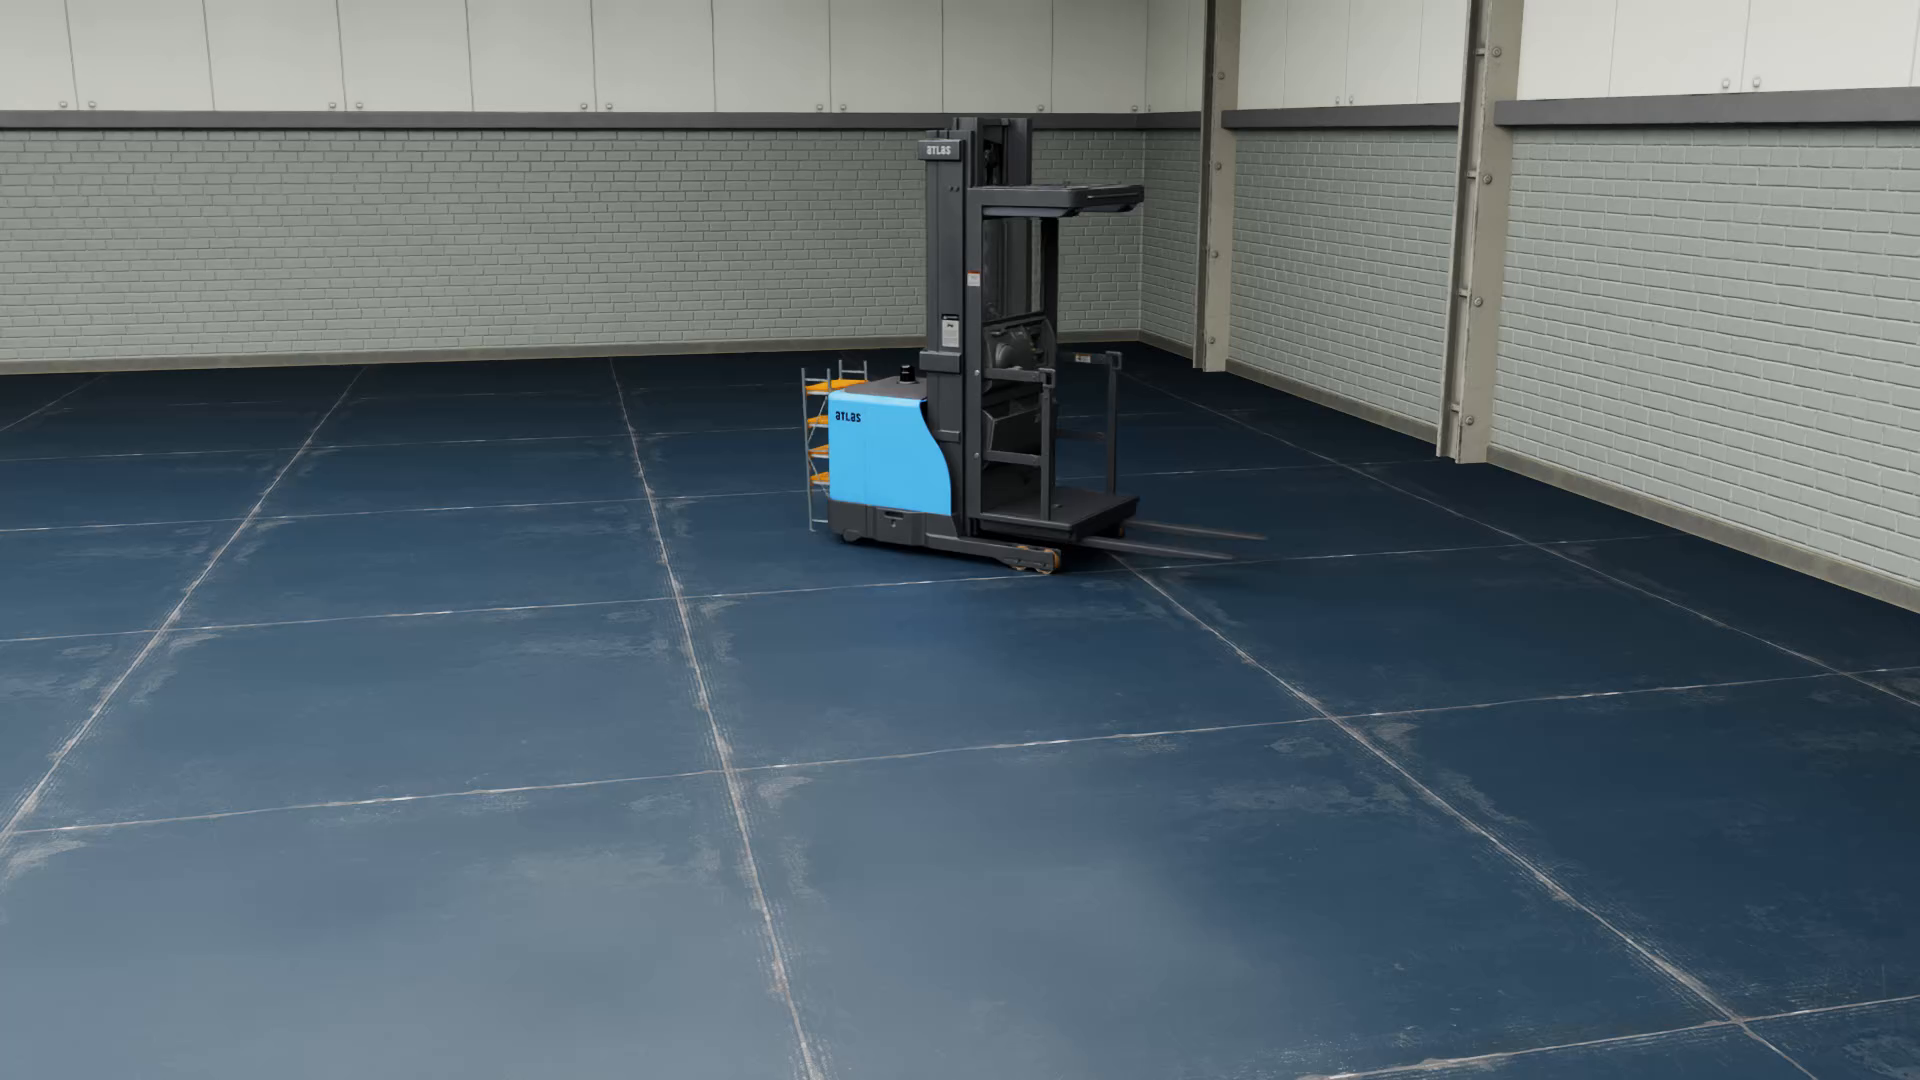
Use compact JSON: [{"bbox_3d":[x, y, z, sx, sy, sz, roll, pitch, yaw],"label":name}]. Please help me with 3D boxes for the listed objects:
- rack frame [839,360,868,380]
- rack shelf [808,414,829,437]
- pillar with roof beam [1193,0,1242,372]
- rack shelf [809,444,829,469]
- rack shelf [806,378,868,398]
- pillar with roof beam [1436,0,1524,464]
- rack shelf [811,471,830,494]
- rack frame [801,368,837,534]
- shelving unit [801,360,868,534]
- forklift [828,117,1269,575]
[{"bbox_3d":[-0.773,-0.743,12.422,0.240,1.200,0.015,5,15,29],"label":"rack frame"},{"bbox_3d":[-0.897,-0.845,12.181,0.258,0.148,0.480,5,15,29],"label":"rack shelf"},{"bbox_3d":[-1.089,-6.245,18.527,9.100,9.000,0.400,-3,14,-13],"label":"pillar with roof beam"},{"bbox_3d":[-0.890,-0.627,12.230,0.258,0.148,0.480,5,15,29],"label":"rack shelf"},{"bbox_3d":[-0.904,-1.076,12.129,0.258,0.148,0.480,5,15,29],"label":"rack shelf"},{"bbox_3d":[0.320,-4.861,12.861,9.100,9.000,0.400,-3,14,-13],"label":"pillar with roof beam"},{"bbox_3d":[-0.884,-0.434,12.274,0.258,0.148,0.480,5,15,29],"label":"rack shelf"},{"bbox_3d":[-1.011,-0.642,12.008,0.240,1.200,0.015,5,15,29],"label":"rack frame"},{"bbox_3d":[-0.892,-0.693,12.215,0.258,1.200,0.503,5,15,29],"label":"shelving unit"},{"bbox_3d":[0.587,-1.338,11.228,3.031,2.935,1.130,8,16,30],"label":"forklift"}]
